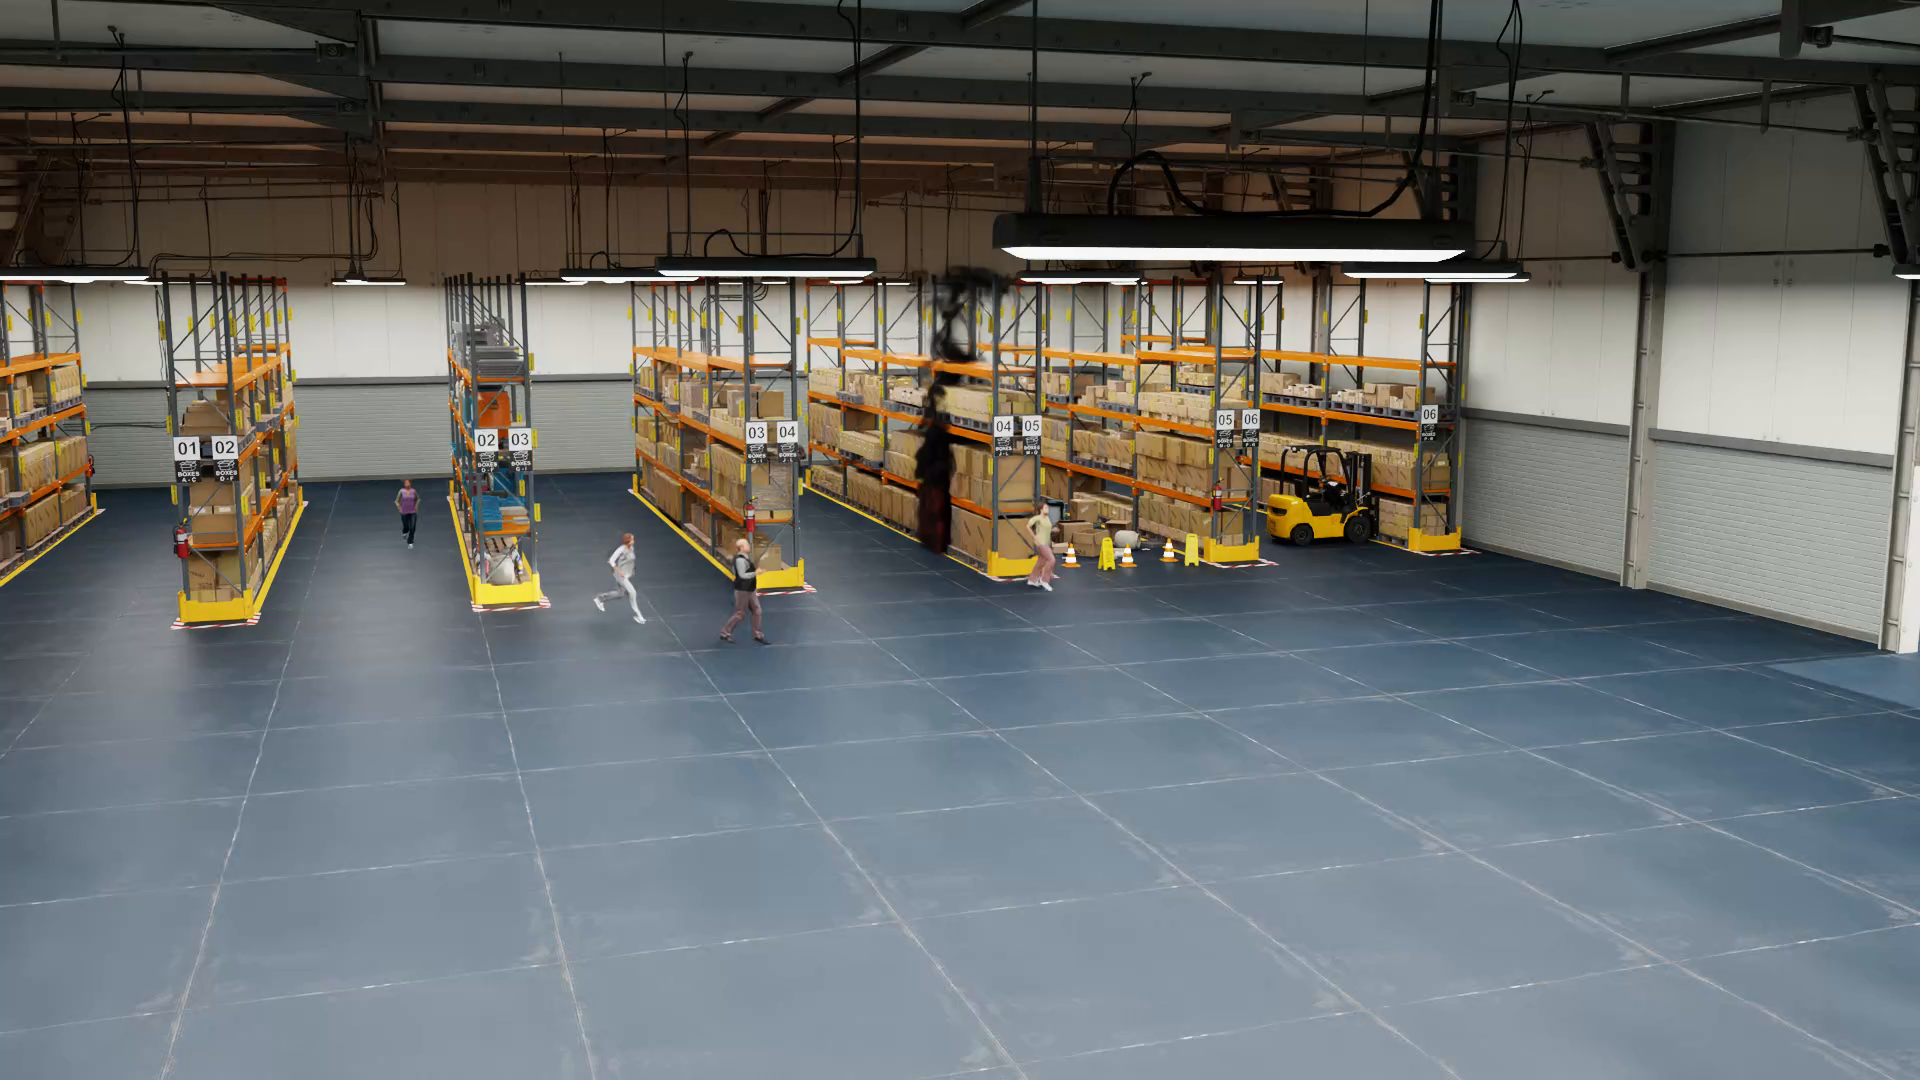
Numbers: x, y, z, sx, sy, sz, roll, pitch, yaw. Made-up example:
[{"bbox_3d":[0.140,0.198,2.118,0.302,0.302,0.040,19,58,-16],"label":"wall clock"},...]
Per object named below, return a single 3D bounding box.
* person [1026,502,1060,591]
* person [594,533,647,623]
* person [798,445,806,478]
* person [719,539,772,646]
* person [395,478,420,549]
[{"bbox_3d":[1.585,0.119,31.825,0.659,1.704,0.571,4,10,27],"label":"person"},{"bbox_3d":[-5.882,0.651,28.686,0.954,1.587,0.536,2,9,11],"label":"person"},{"bbox_3d":[-4.500,-1.944,44.843,0.702,1.762,1.065,-3,9,-20],"label":"person"},{"bbox_3d":[-3.457,0.853,26.643,0.836,1.761,0.647,0,9,2],"label":"person"},{"bbox_3d":[-12.254,-0.600,36.948,0.537,1.558,0.549,-4,10,-27],"label":"person"}]
